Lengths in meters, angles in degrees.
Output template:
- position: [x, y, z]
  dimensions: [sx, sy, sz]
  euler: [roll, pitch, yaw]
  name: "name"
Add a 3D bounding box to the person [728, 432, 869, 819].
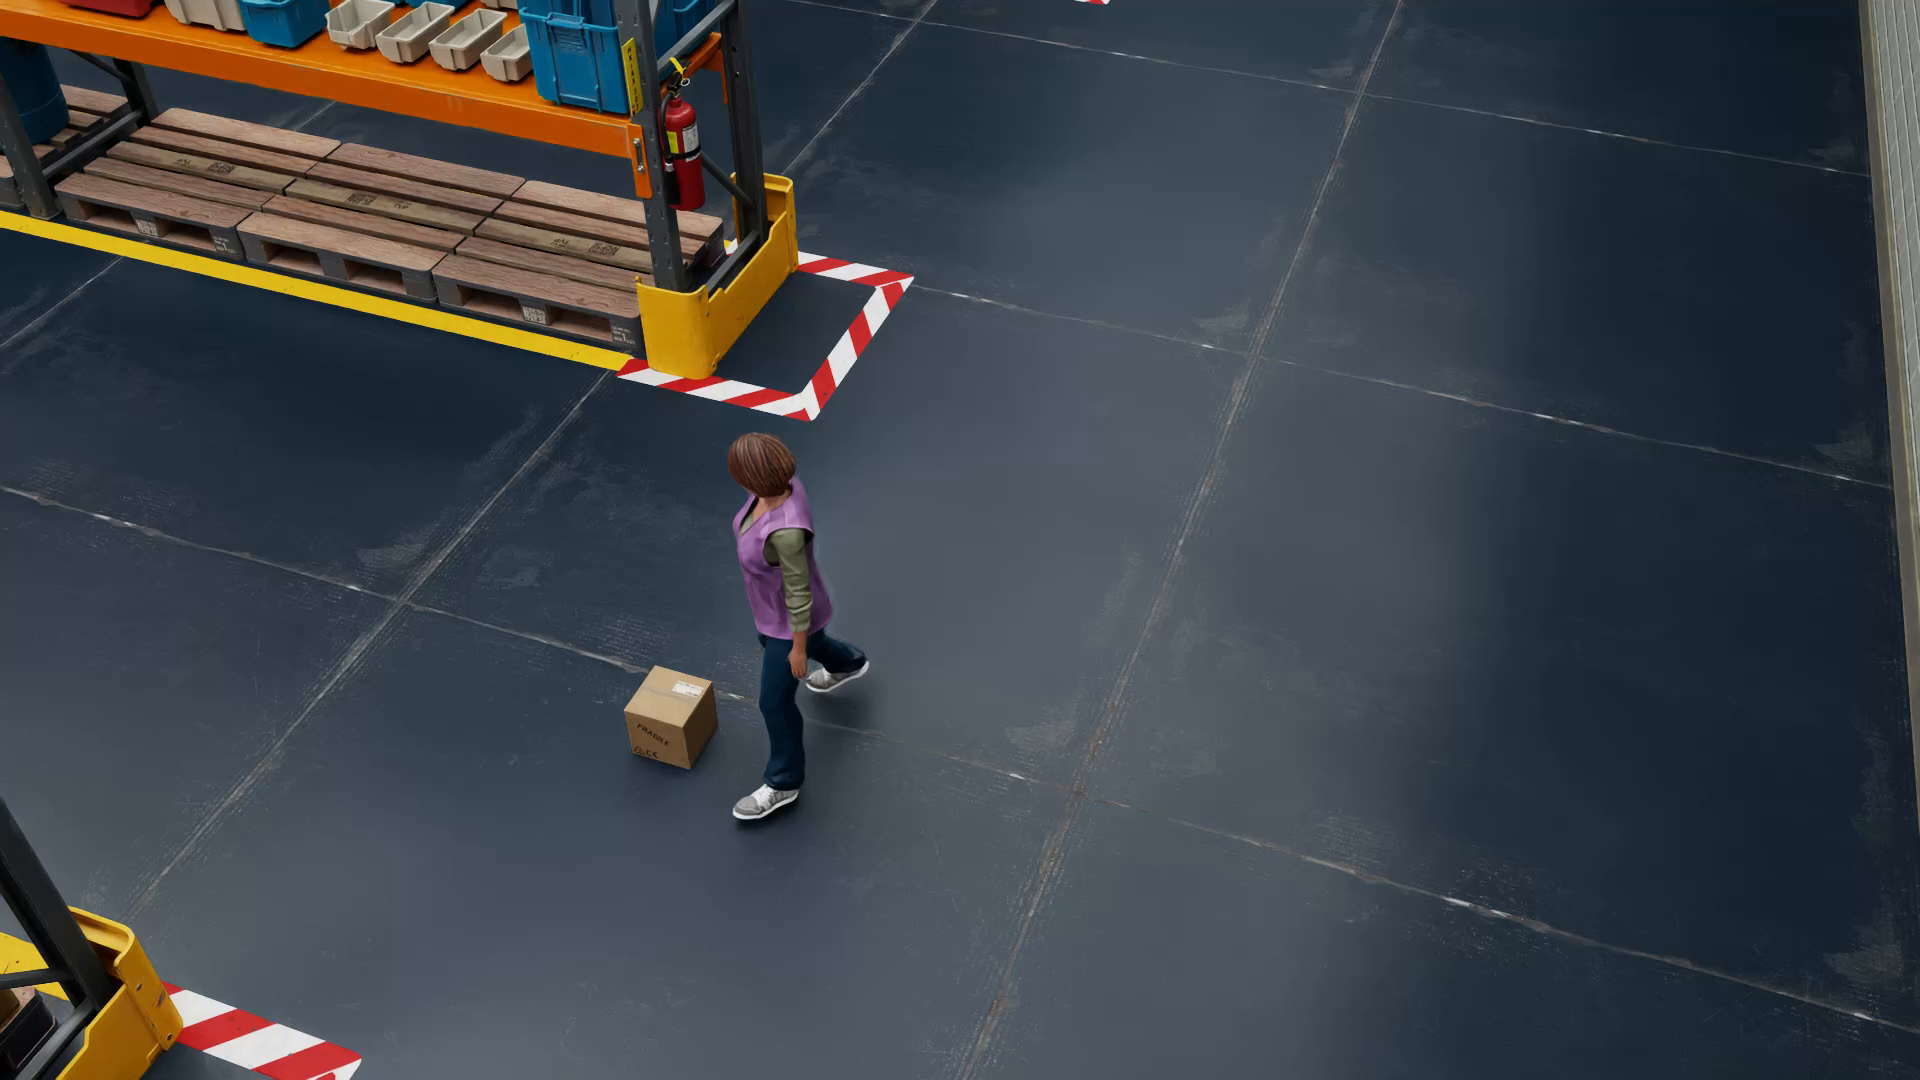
- position: [-0.606, 0.221, 5.918]
  dimensions: [0.632, 1.573, 0.622]
  euler: [-10, 43, -11]
  name: "person"
